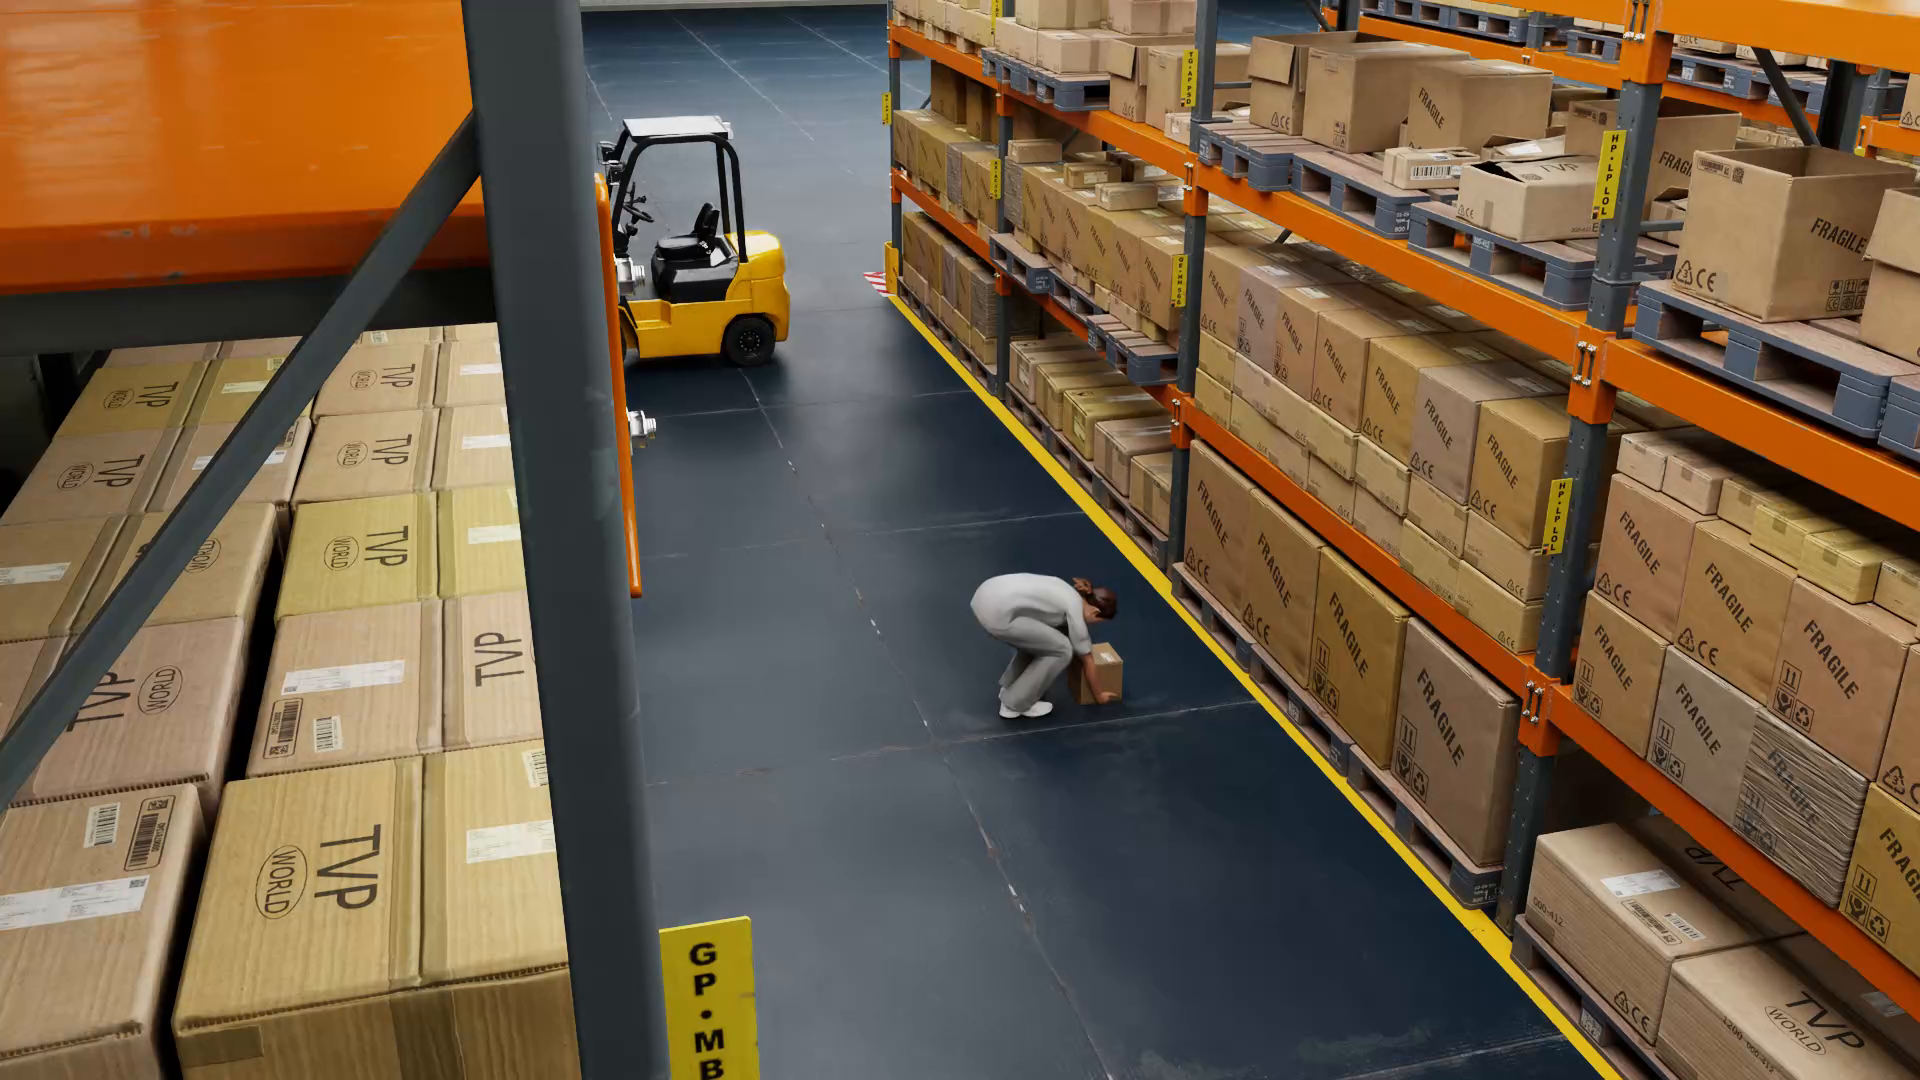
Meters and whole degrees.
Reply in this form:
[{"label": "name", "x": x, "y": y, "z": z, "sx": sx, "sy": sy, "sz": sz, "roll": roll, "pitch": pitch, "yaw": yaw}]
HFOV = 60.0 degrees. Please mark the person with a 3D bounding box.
[{"label": "person", "x": 0.486, "y": 0.568, "z": 9.404, "sx": 0.861, "sy": 0.817, "sz": 0.464, "roll": -7, "pitch": 24, "yaw": -16}]
